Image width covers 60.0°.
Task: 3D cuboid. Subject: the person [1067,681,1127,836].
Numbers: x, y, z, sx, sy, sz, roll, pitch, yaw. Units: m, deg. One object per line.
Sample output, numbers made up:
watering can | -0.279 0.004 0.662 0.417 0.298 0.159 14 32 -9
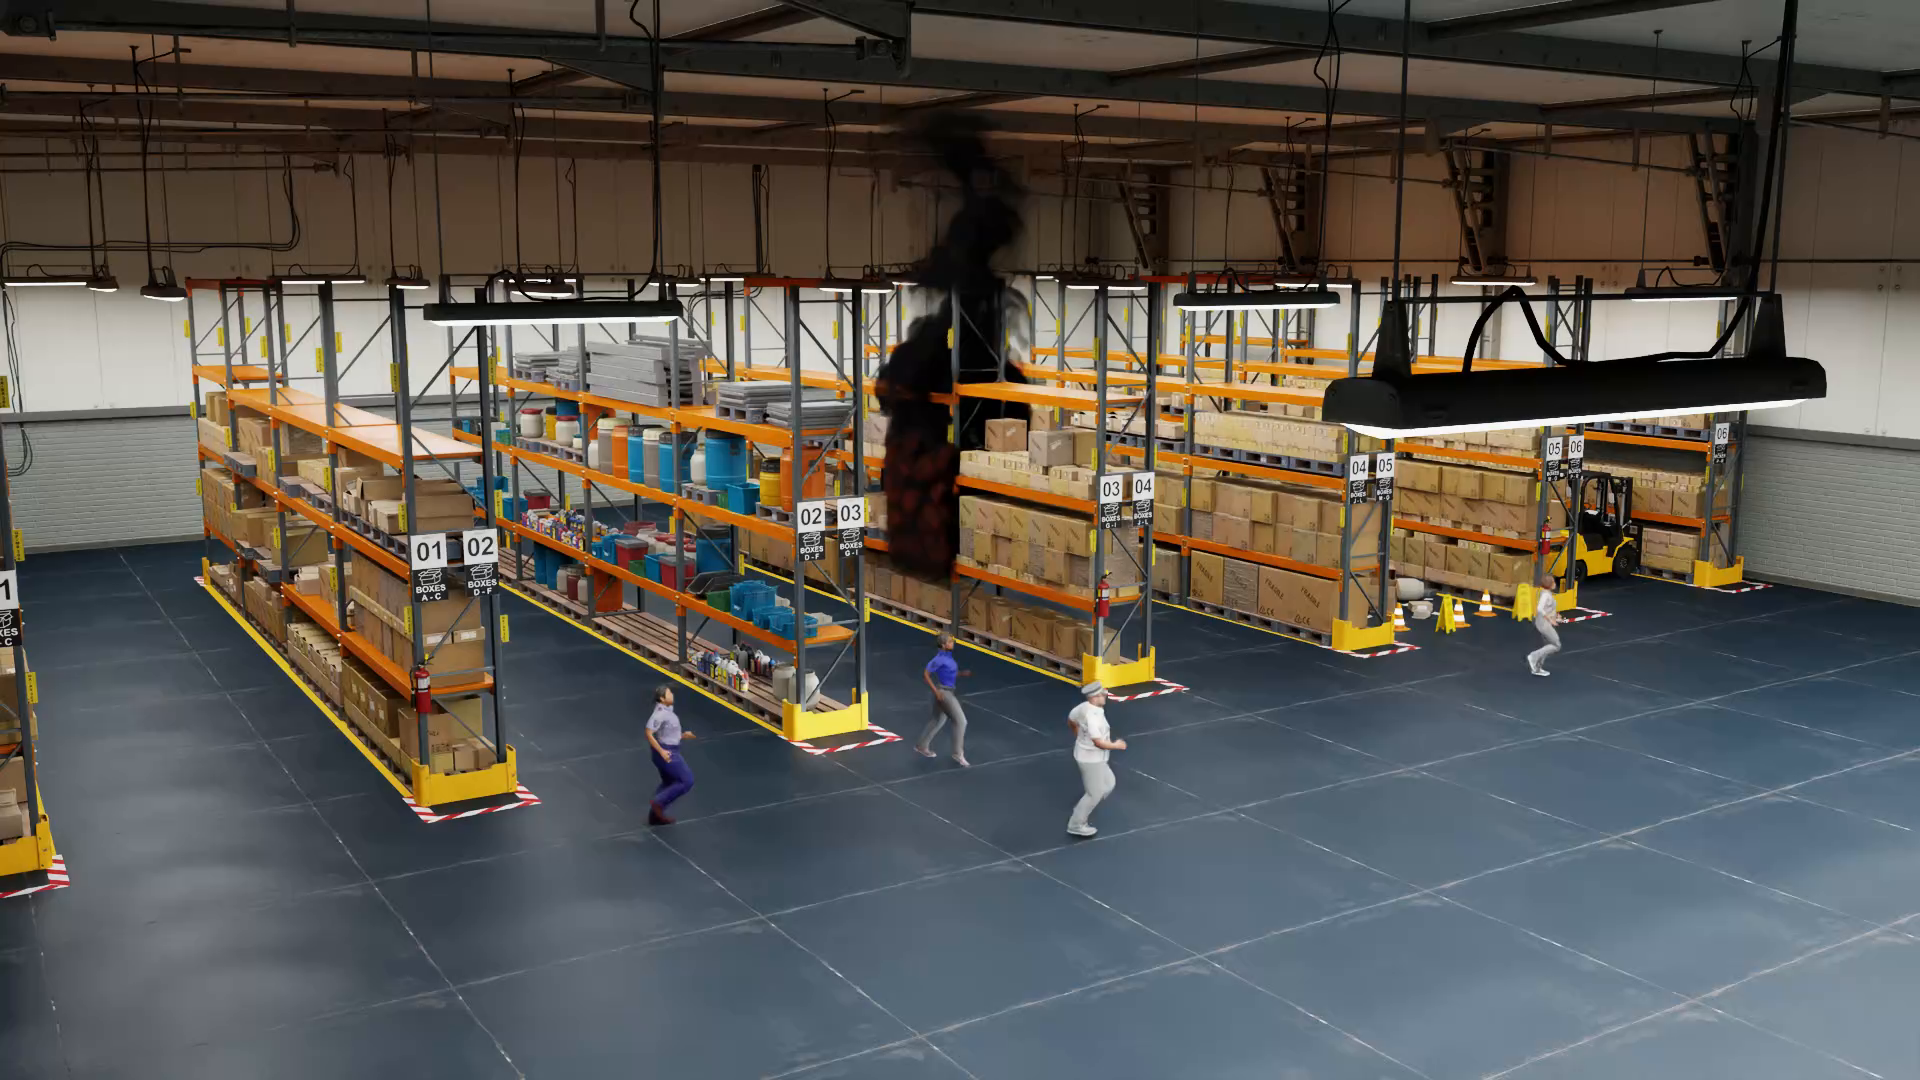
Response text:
person | 1.511 2.414 18.409 0.658 1.776 0.684 -1 10 -6

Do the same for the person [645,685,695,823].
person | -3.264 2.418 18.778 0.561 1.599 0.604 -2 10 -11

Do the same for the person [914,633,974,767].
person | -0.197 2.060 21.048 0.755 1.637 0.548 0 10 0

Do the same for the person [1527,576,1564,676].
person | 8.997 1.321 25.501 0.527 1.543 0.516 2 10 13

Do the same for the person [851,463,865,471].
person | -2.511 -1.456 41.613 0.758 1.740 0.746 -9 13 -42
